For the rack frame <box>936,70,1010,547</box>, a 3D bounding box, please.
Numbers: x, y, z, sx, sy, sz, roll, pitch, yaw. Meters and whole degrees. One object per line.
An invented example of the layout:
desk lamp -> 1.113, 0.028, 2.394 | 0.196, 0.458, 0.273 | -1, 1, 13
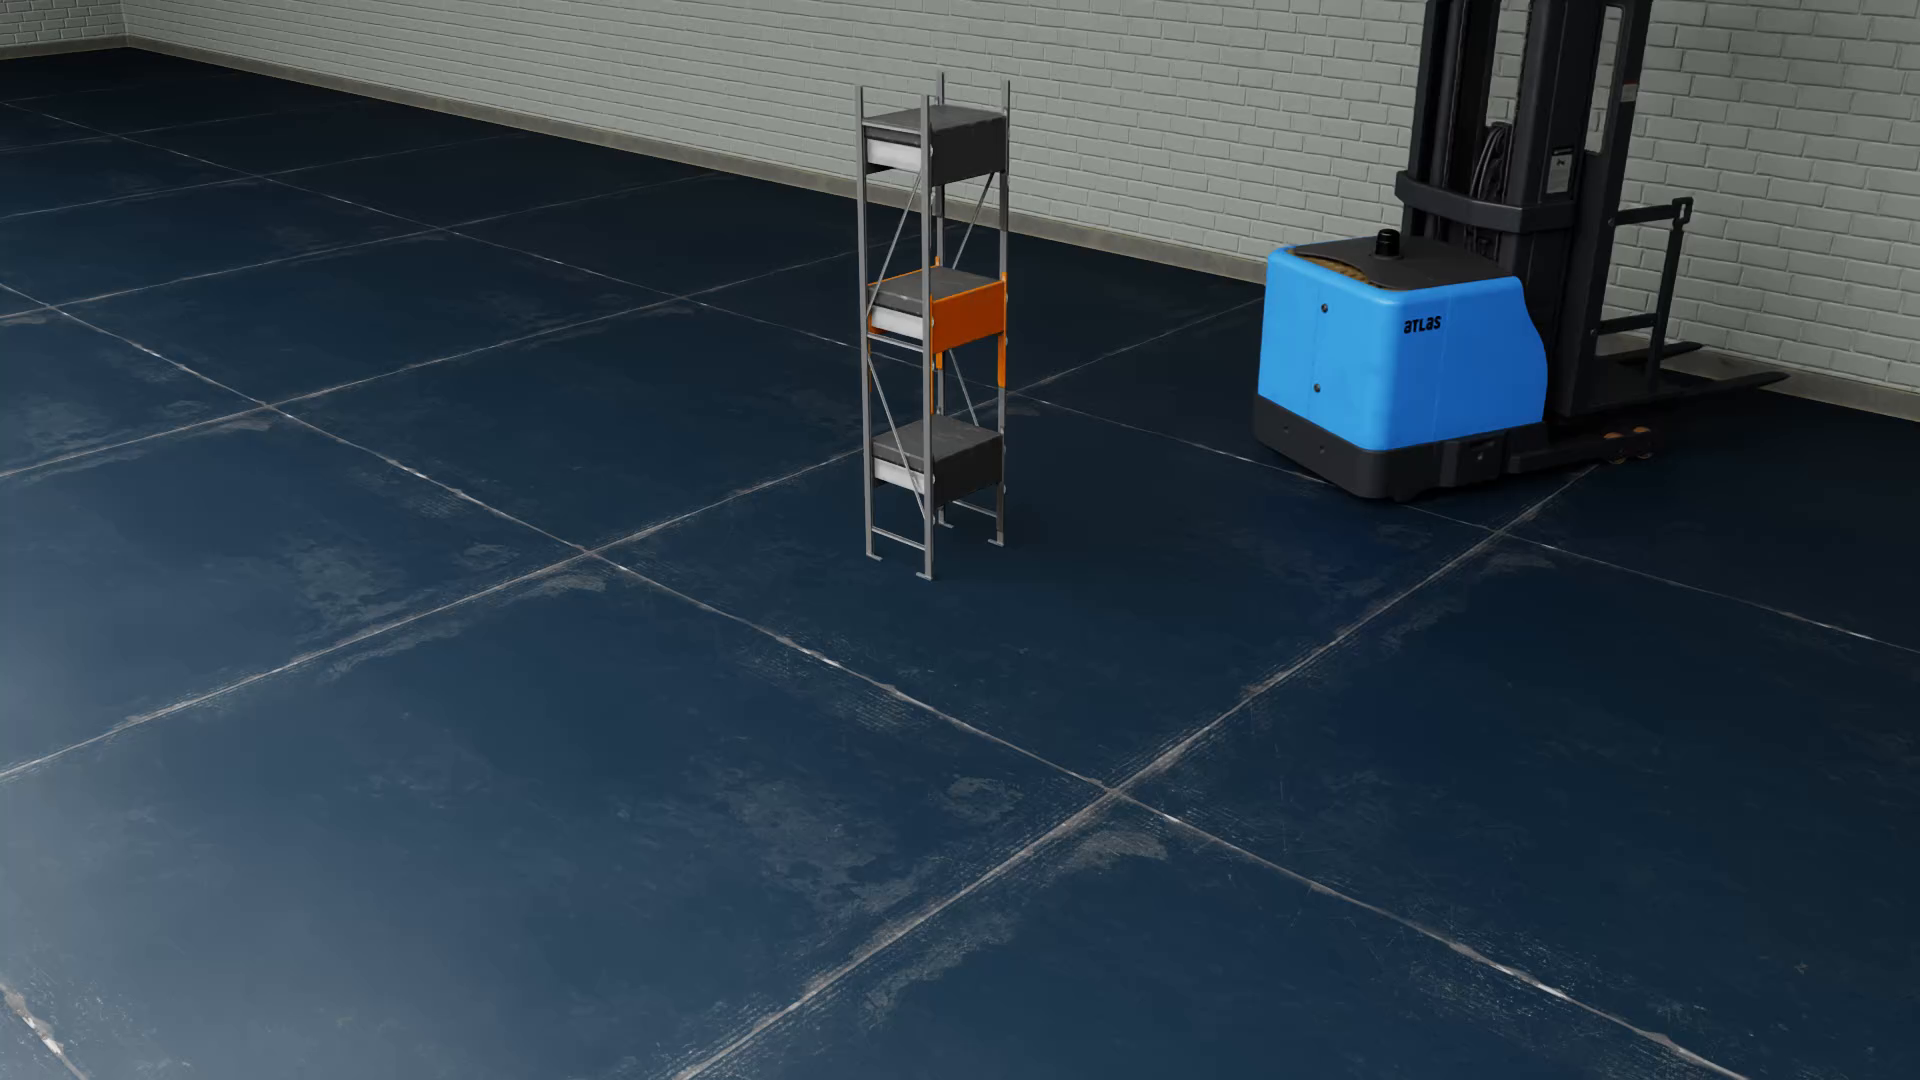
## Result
rack frame -> 0.052, -0.982, 7.374 | 0.400, 2.100, 0.015 | 20, 31, 38

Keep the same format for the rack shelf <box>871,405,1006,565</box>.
rack shelf -> -0.110, -0.256, 7.500 | 0.431, 0.518, 0.480 | 20, 31, 38

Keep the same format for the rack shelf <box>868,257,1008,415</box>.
rack shelf -> -0.110, -0.895, 7.214 | 0.431, 0.518, 0.480 | 20, 31, 38

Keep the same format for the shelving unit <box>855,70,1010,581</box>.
shelving unit -> -0.110, -0.908, 7.208 | 0.431, 2.100, 0.503 | 20, 31, 38

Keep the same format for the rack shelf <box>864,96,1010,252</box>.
rack shelf -> -0.110, -1.534, 6.927 | 0.431, 0.518, 0.480 | 20, 31, 38

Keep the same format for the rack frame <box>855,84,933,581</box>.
rack frame -> -0.273, -0.833, 7.042 | 0.400, 2.100, 0.015 | 20, 31, 38

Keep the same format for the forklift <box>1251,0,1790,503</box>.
forklift -> 3.103, -1.911, 8.430 | 3.031, 2.935, 1.130 | -11, 26, -23
